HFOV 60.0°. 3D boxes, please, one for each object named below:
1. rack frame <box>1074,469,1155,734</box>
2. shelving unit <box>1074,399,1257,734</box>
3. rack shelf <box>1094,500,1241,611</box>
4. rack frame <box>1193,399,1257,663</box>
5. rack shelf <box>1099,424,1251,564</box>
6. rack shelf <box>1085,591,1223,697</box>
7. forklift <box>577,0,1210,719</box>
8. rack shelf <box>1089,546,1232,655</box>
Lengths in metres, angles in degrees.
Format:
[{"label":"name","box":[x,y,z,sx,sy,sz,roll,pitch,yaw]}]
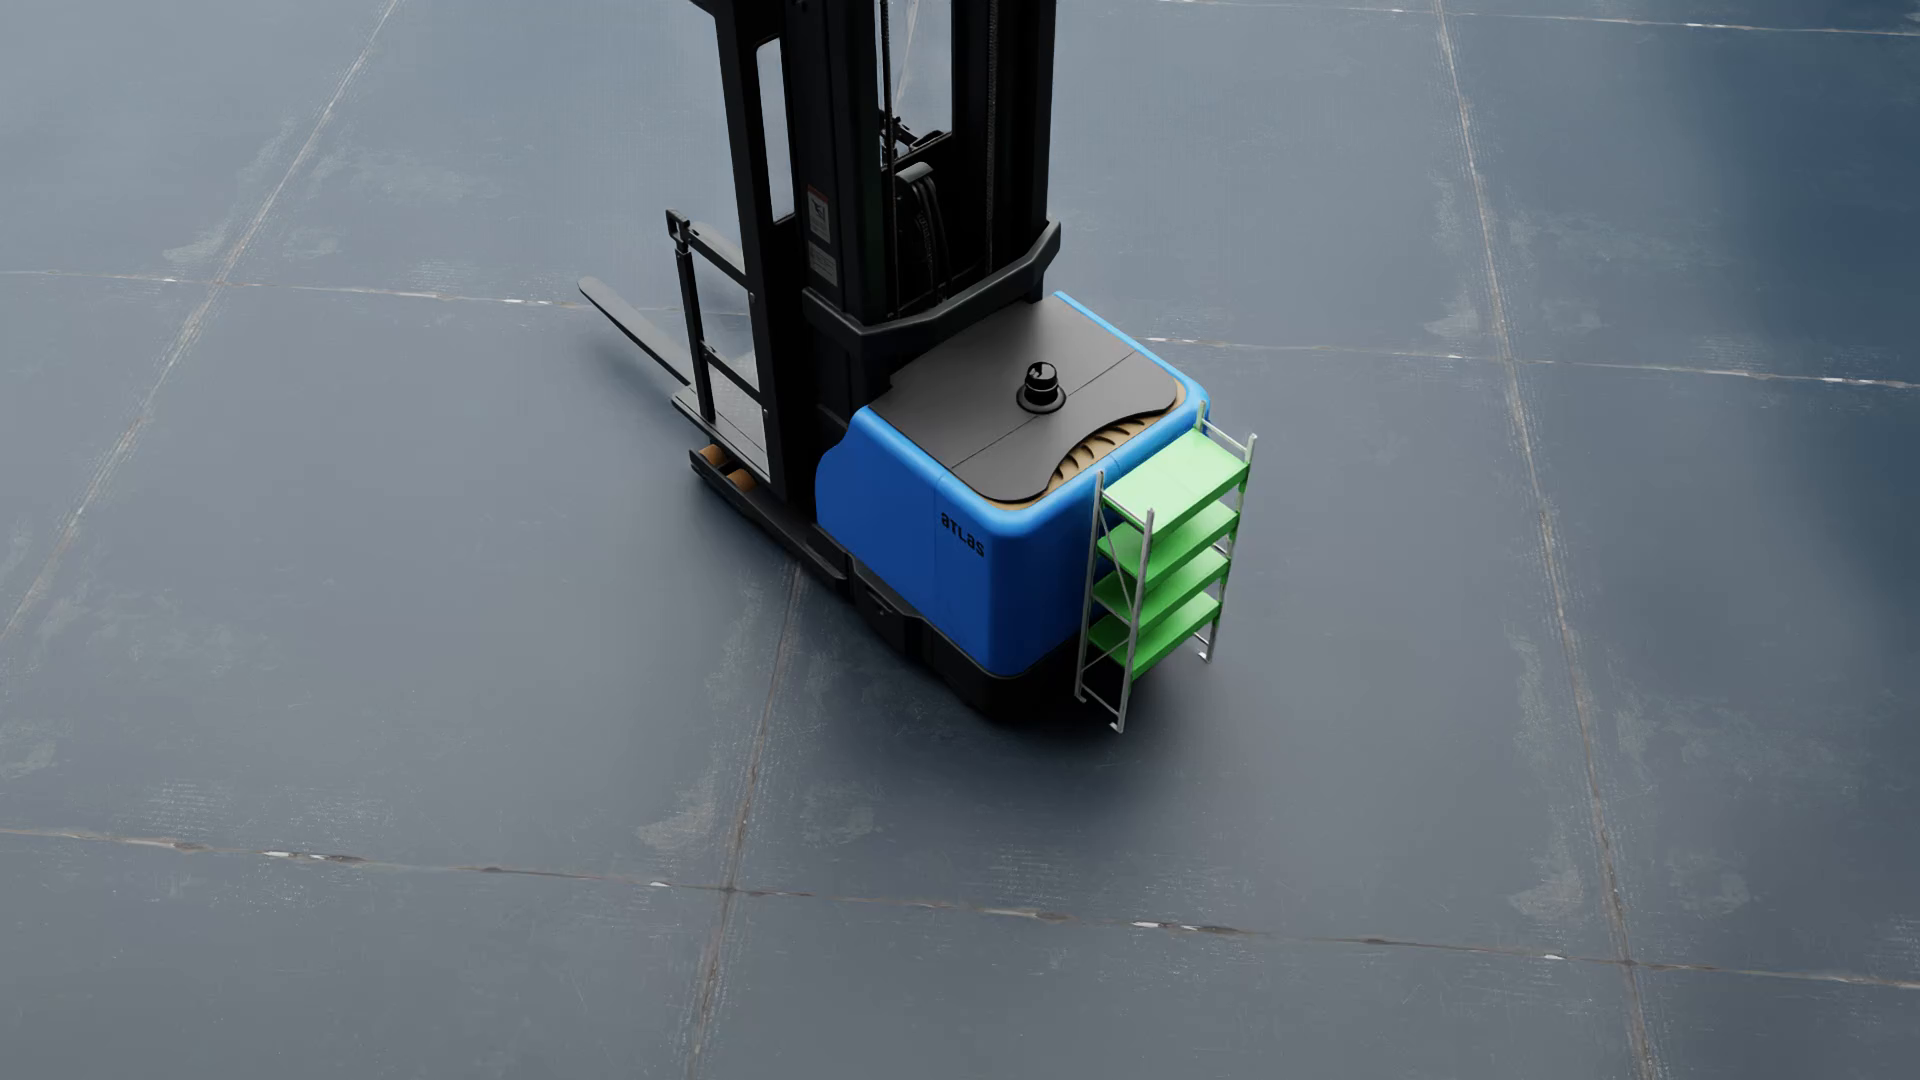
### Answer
[{"label":"rack frame","box":[0.519,0.242,5.712,0.015,1.200,0.240,-34,57,-27]},{"label":"shelving unit","box":[0.699,0.120,5.824,0.503,1.200,0.258,-34,57,-27]},{"label":"rack shelf","box":[0.700,0.003,5.692,0.480,0.148,0.258,-34,57,-27]},{"label":"rack frame","box":[0.878,-0.002,5.935,0.015,1.200,0.240,-34,57,-27]},{"label":"rack shelf","box":[0.703,-0.157,5.513,0.480,0.148,0.258,-34,57,-27]},{"label":"rack shelf","box":[0.695,0.323,6.050,0.480,0.148,0.258,-34,57,-27]},{"label":"forklift","box":[-0.471,-1.343,5.992,1.130,2.935,3.031,-34,56,-27]},{"label":"rack shelf","box":[0.698,0.163,5.871,0.480,0.148,0.258,-34,57,-27]}]
